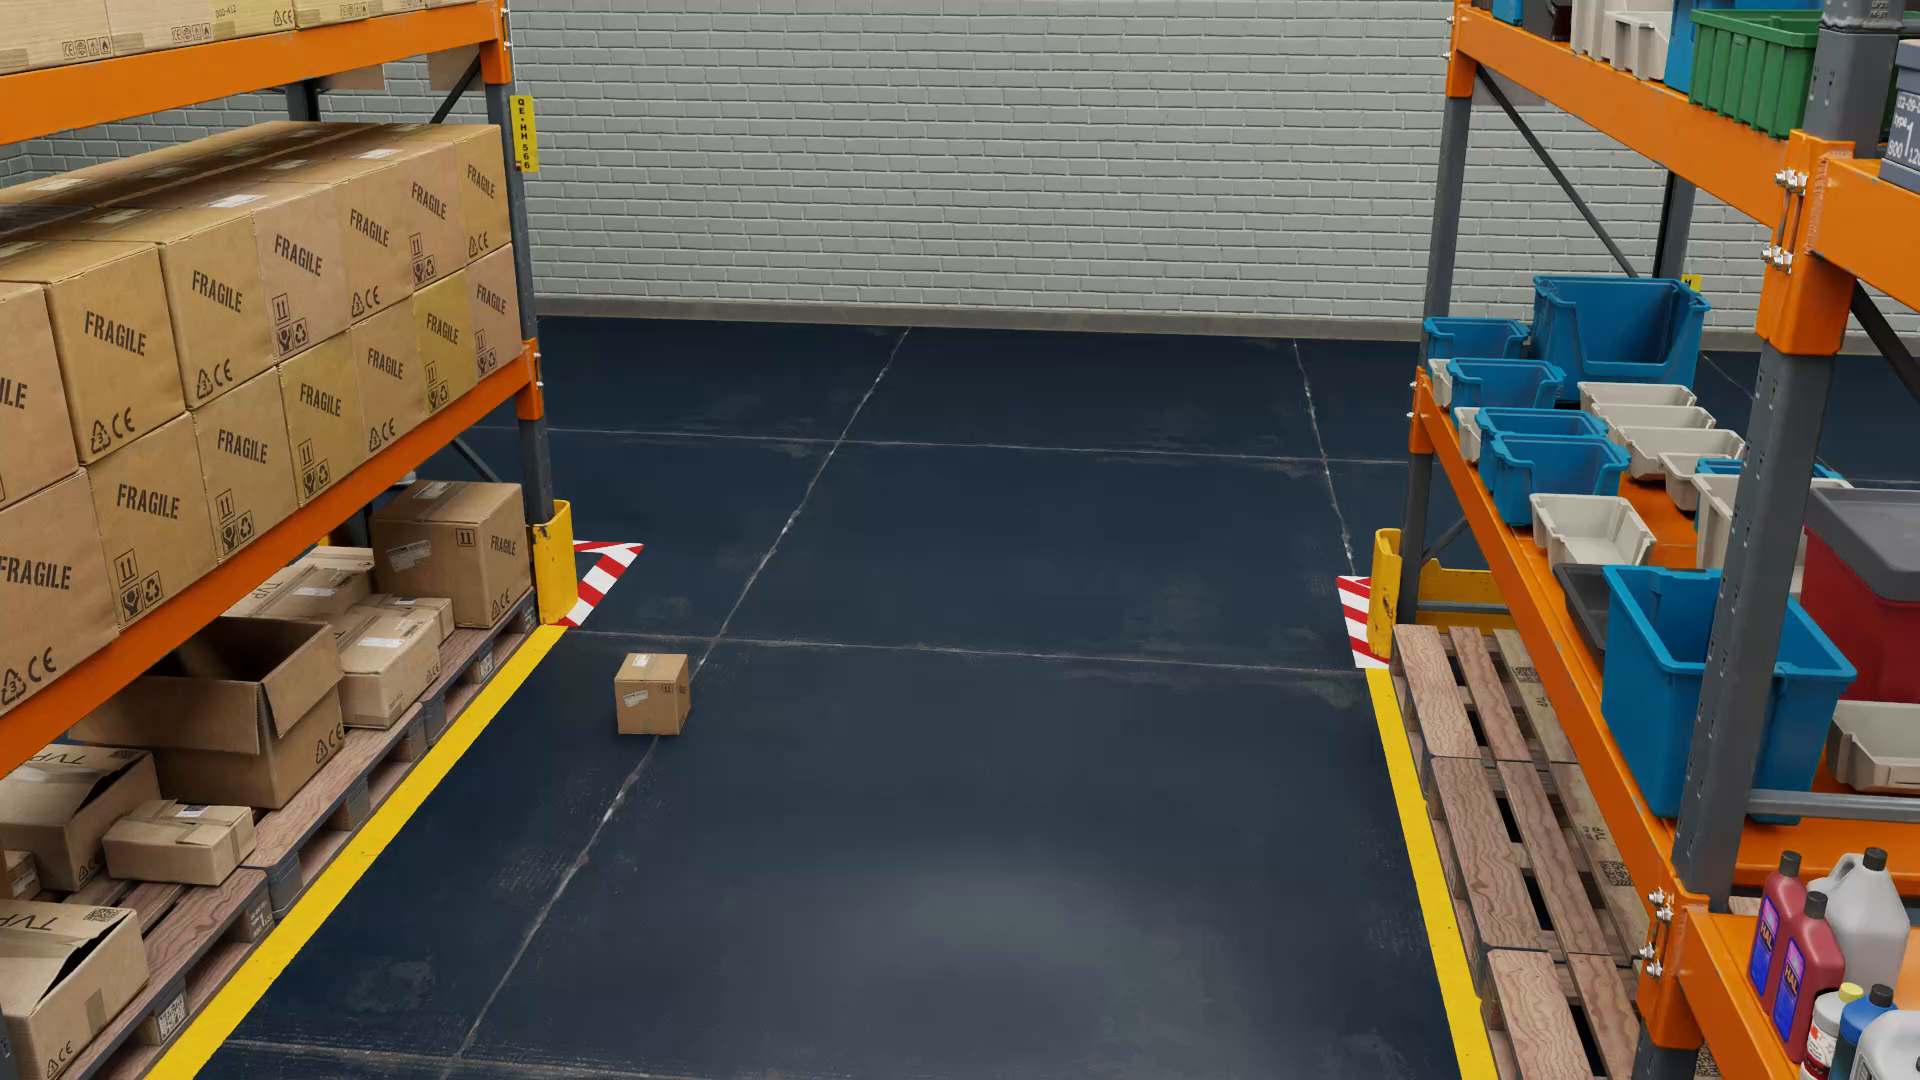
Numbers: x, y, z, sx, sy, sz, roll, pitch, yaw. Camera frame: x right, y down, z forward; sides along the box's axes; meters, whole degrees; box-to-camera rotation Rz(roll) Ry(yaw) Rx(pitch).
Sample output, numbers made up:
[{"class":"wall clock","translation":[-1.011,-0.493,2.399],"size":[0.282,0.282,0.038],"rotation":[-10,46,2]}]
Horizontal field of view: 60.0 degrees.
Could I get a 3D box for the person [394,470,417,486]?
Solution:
[{"class":"person","translation":[-3.352,-1.097,9.389],"size":[0.474,1.747,0.514],"rotation":[7,22,17]}]
